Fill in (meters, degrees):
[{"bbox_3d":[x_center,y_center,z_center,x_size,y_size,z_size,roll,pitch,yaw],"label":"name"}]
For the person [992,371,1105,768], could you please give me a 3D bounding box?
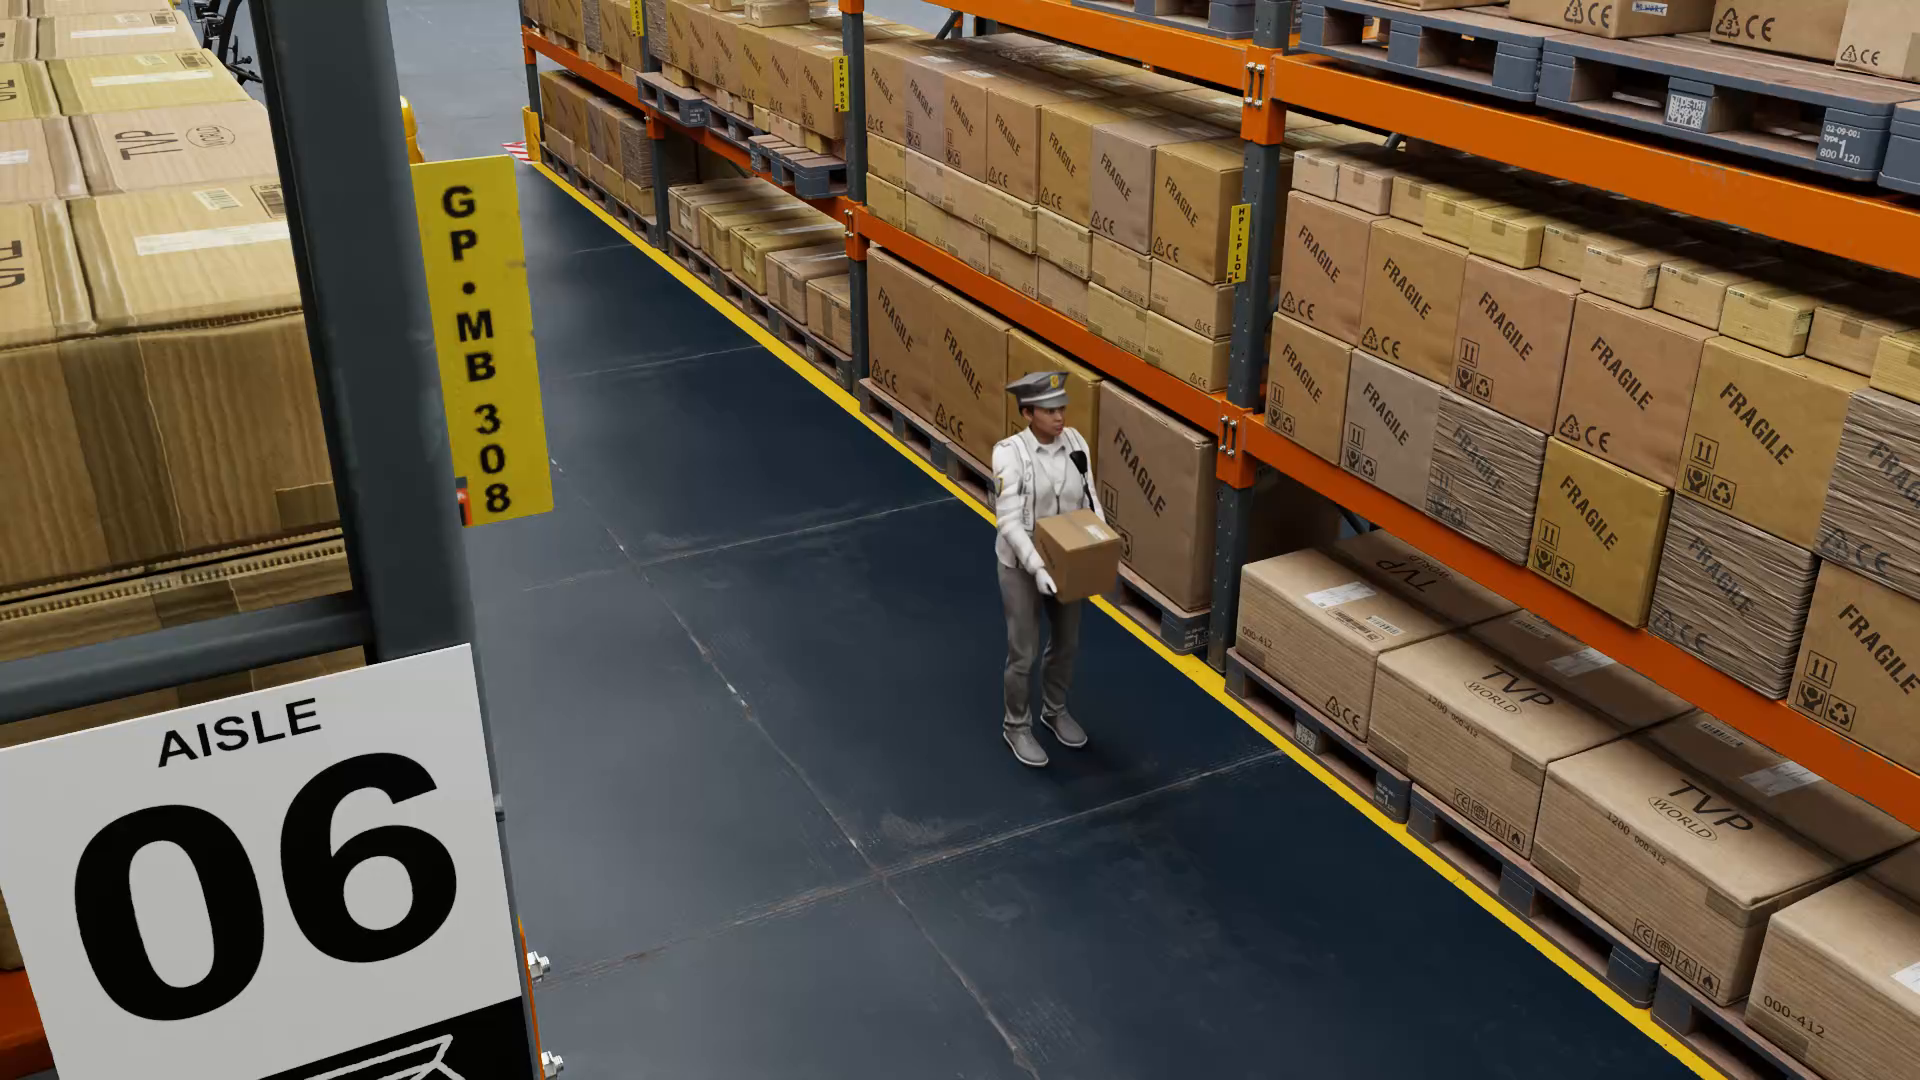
[{"bbox_3d":[0.372,0.130,6.817,0.457,1.690,0.539,-13,29,-25],"label":"person"}]
